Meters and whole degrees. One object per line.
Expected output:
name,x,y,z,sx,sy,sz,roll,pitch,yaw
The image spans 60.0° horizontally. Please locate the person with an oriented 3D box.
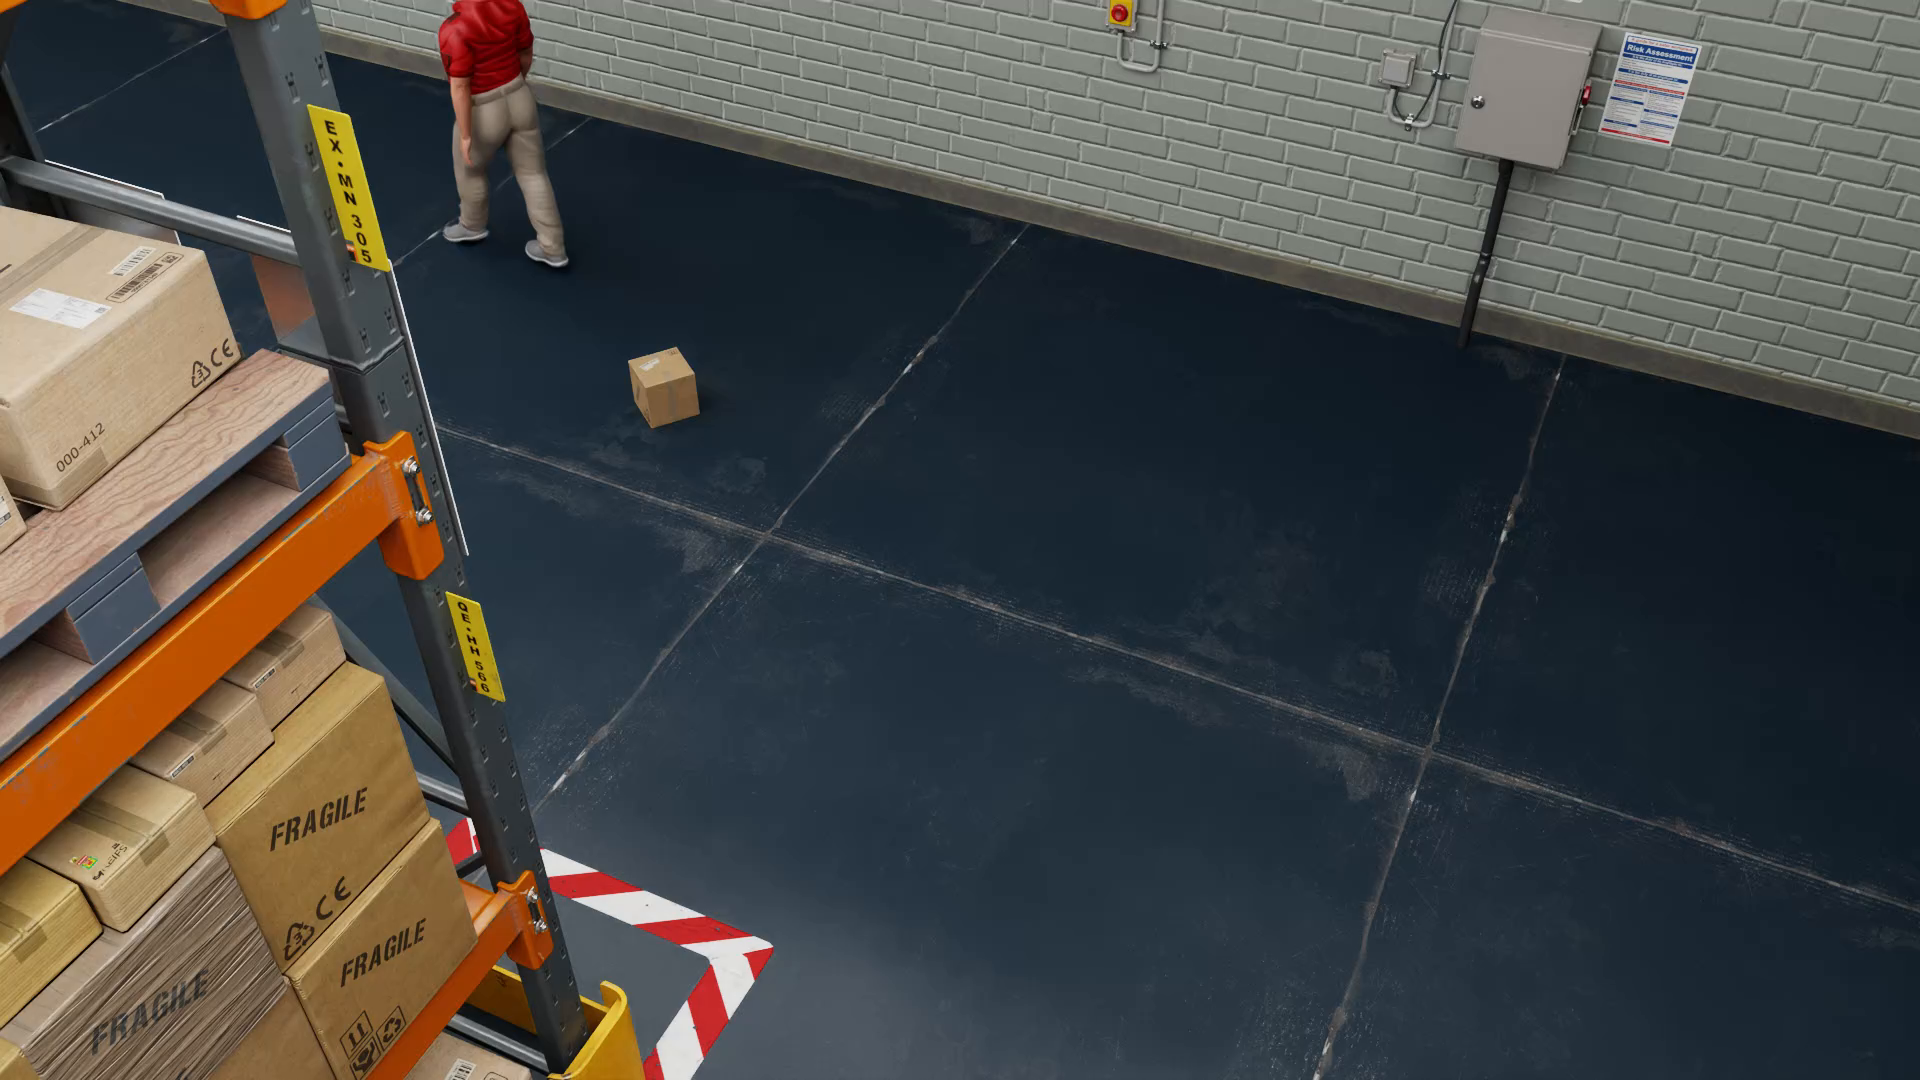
person,-2.481,-2.264,8.717,0.578,1.730,0.861,-33,51,-32
